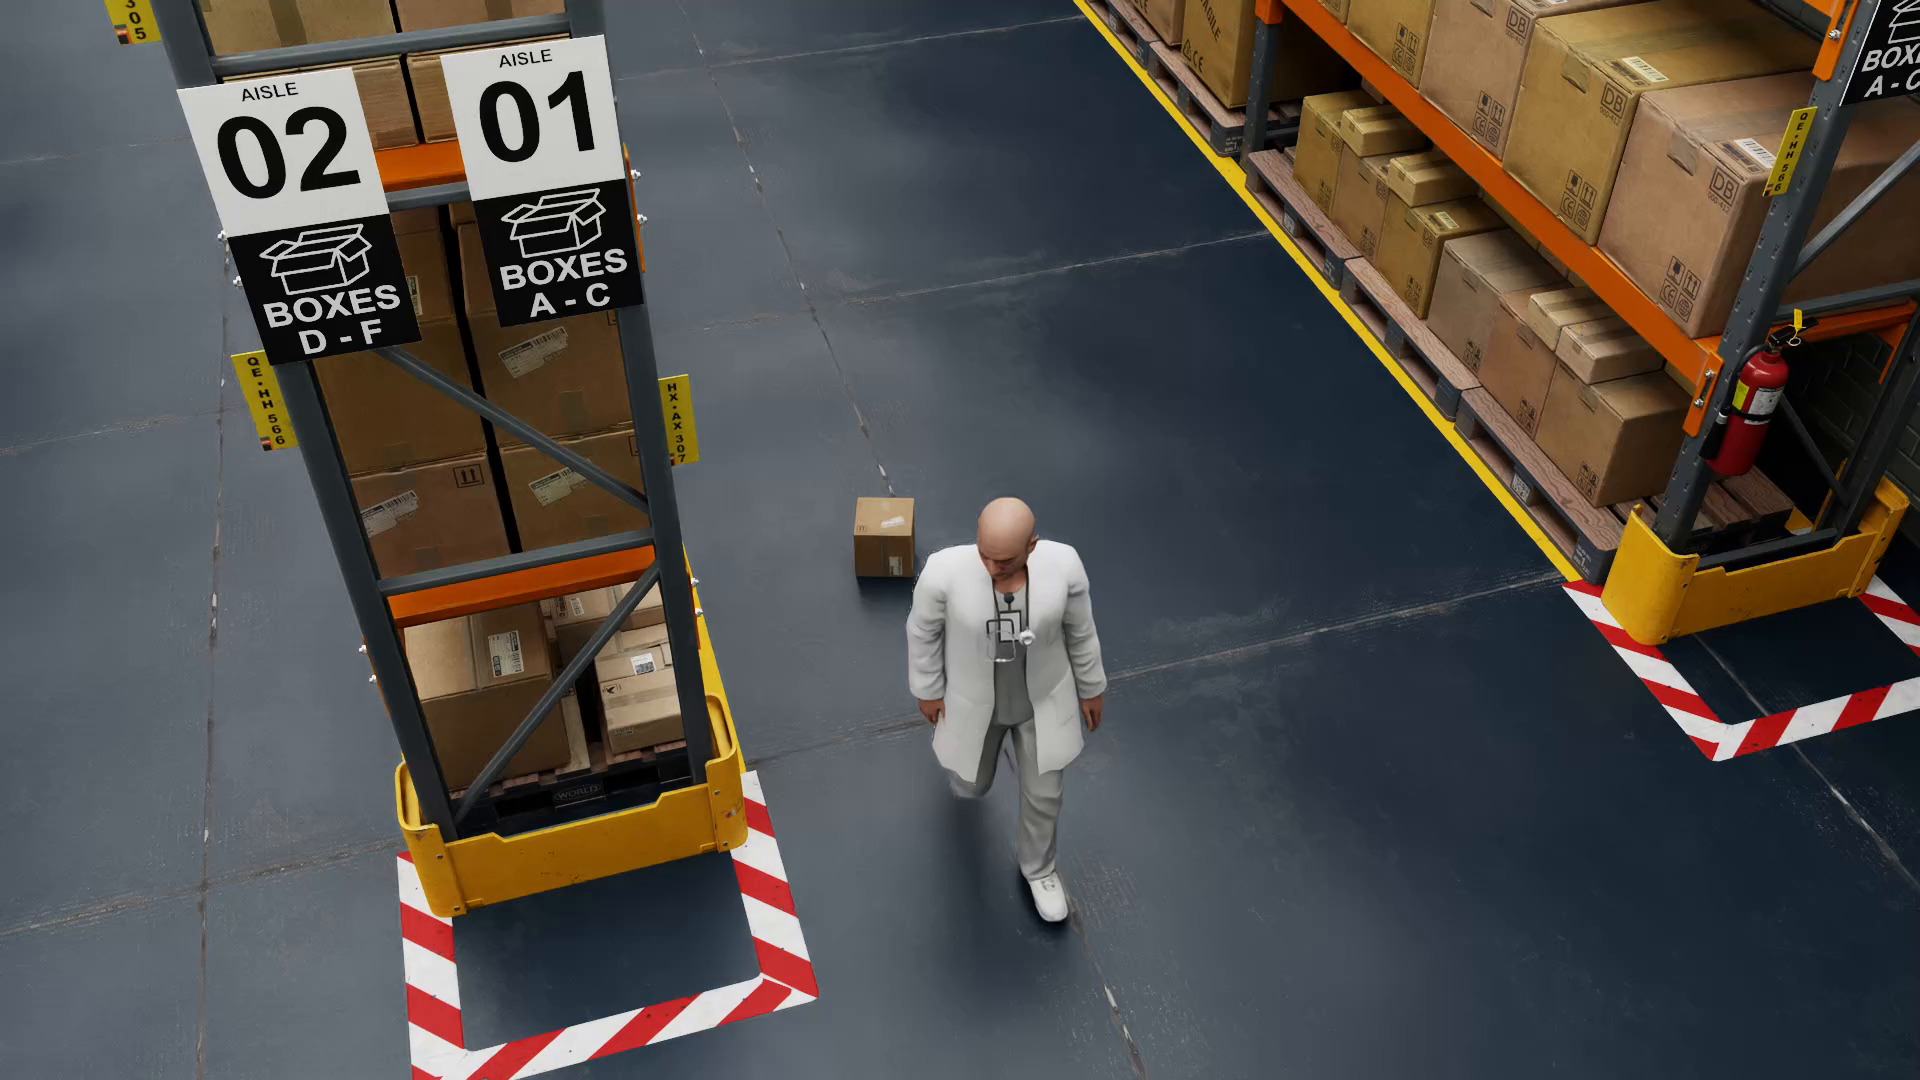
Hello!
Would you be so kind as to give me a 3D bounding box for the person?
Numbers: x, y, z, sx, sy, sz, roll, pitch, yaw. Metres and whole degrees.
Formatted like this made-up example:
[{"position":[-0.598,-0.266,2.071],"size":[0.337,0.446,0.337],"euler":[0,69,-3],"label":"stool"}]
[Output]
[{"position":[0.156,0.469,5.634],"size":[0.669,1.750,0.831],"euler":[-4,42,-4],"label":"person"}]
